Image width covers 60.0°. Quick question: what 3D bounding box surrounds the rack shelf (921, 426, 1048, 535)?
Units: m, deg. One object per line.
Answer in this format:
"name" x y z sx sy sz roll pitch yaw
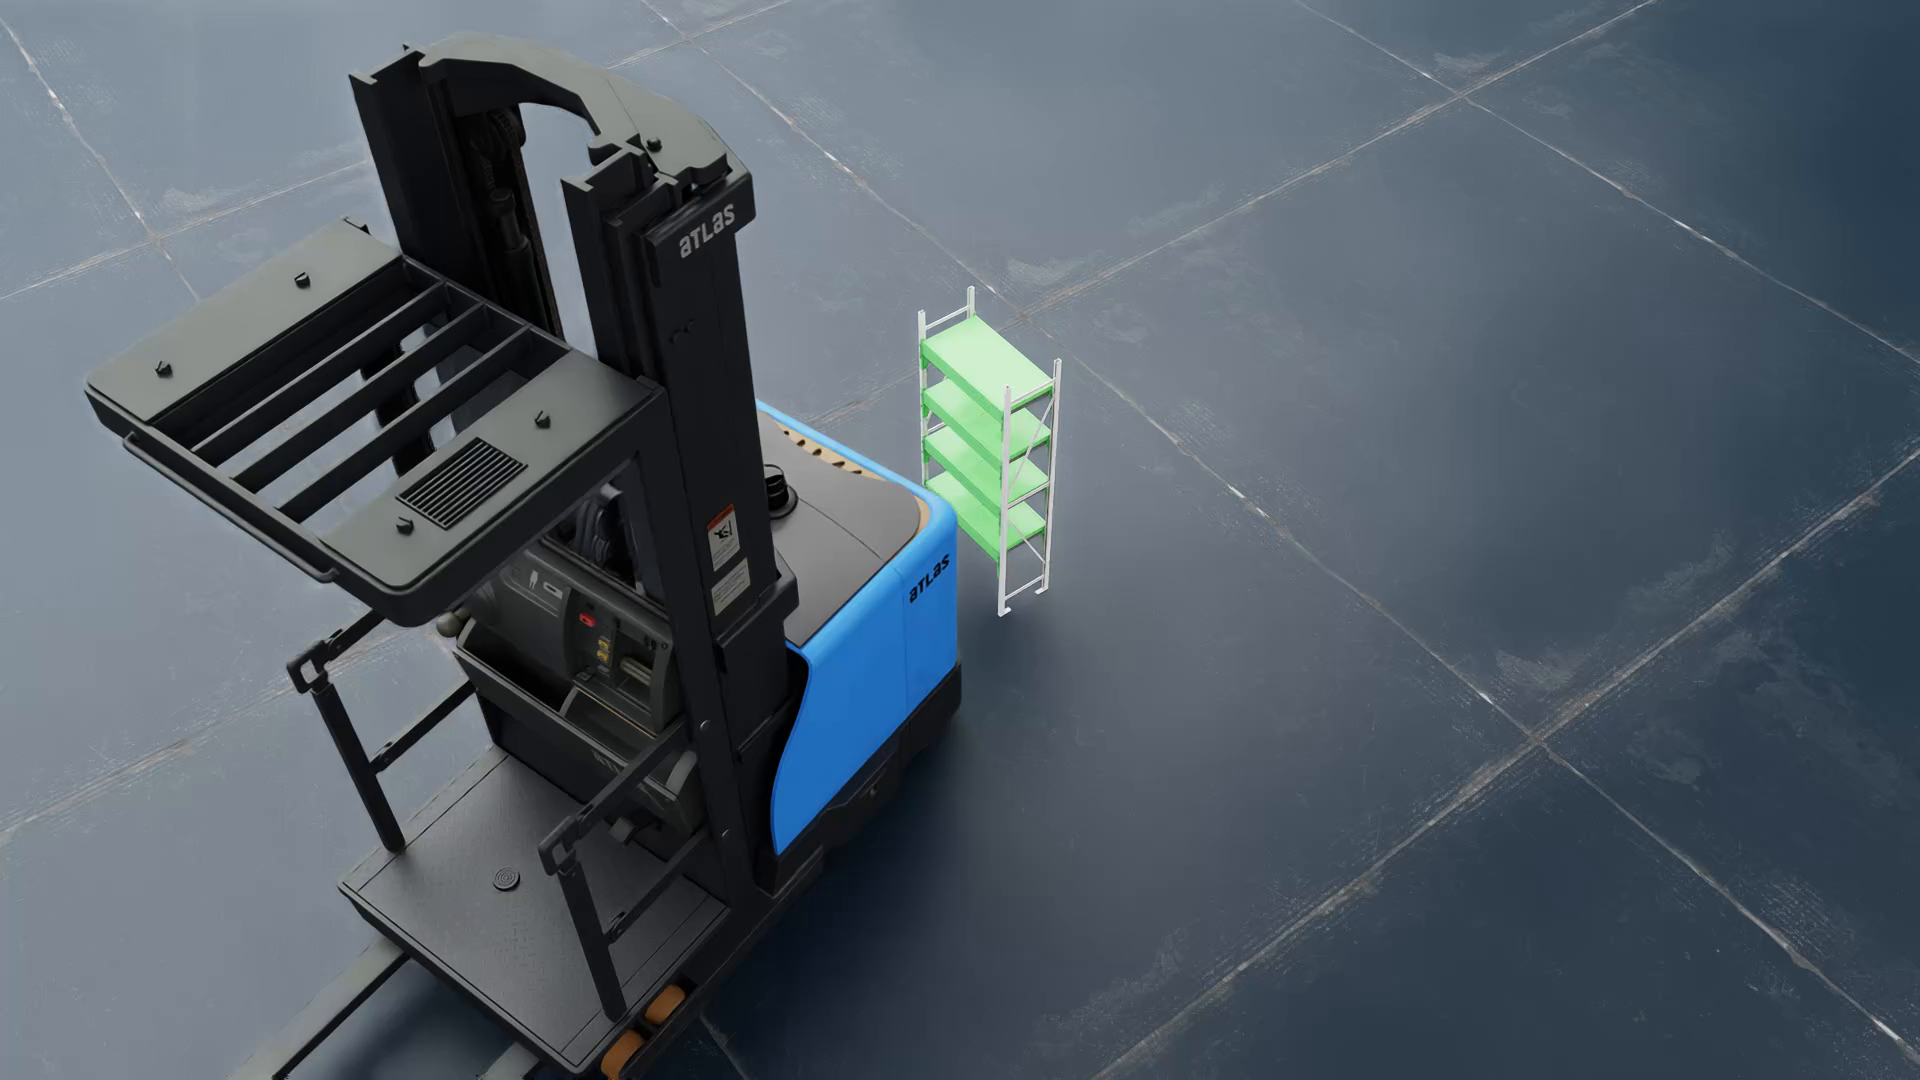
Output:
"rack shelf" 0.100 -0.262 6.263 0.258 0.148 0.480 -29 54 -24

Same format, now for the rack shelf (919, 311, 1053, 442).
"rack shelf" 0.100 -0.585 5.908 0.258 0.148 0.480 -29 54 -24

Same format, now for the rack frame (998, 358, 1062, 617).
"rack frame" 0.248 -0.162 6.085 0.240 1.200 0.015 -29 54 -24

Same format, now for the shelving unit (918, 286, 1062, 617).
"shelving unit" 0.100 -0.305 6.216 0.258 1.200 0.503 -29 54 -24

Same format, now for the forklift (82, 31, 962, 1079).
"forklift" -1.270 0.298 4.500 1.130 2.935 3.031 29 54 23

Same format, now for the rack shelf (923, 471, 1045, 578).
"rack shelf" 0.100 -0.101 6.441 0.258 0.148 0.480 -29 54 -24

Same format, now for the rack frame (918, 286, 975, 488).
"rack frame" -0.048 -0.449 6.346 0.240 1.200 0.015 -29 54 -24

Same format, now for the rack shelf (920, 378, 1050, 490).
"rack shelf" 0.100 -0.424 6.085 0.258 0.148 0.480 -29 54 -24
